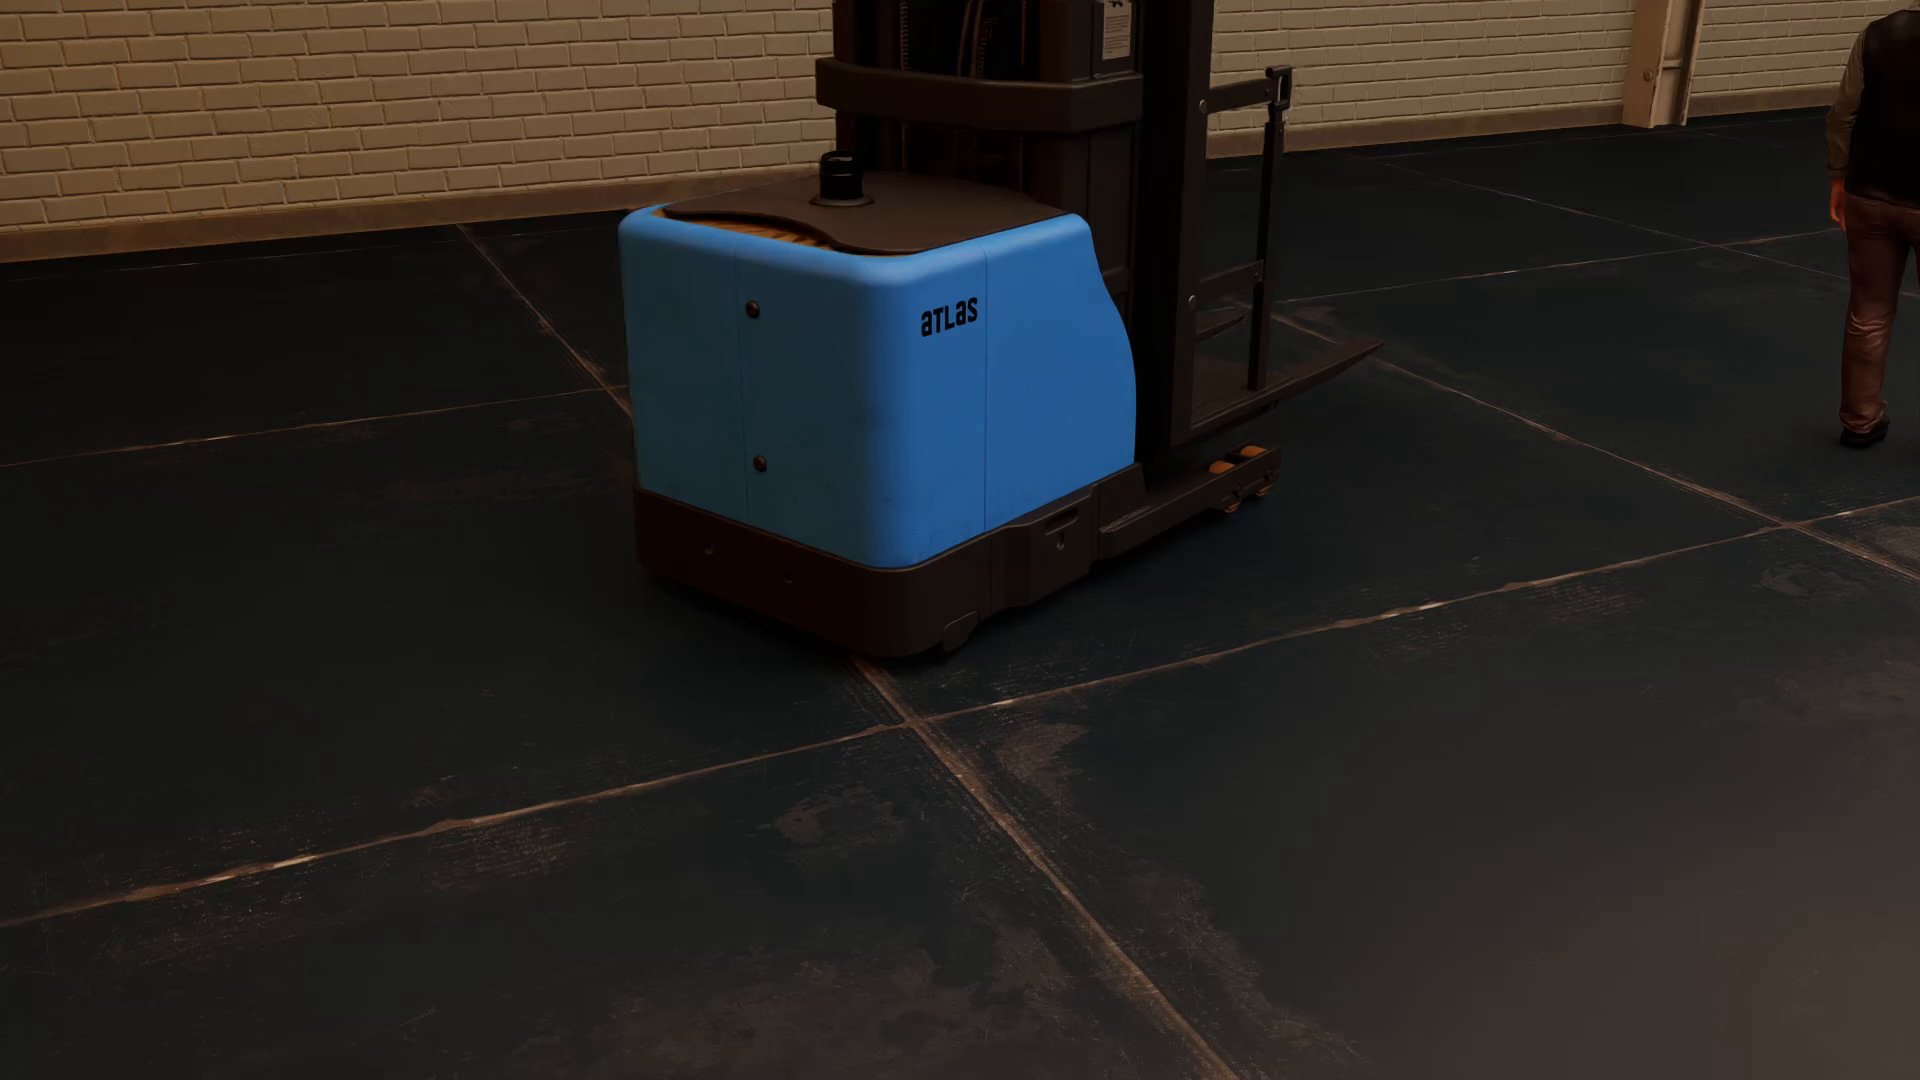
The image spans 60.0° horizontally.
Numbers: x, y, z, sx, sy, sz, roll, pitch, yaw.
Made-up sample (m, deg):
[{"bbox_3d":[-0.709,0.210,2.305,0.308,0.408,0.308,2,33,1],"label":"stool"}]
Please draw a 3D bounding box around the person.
[{"bbox_3d":[3.258,-1.149,5.611,0.568,1.720,0.631,-16,28,-34],"label":"person"}]

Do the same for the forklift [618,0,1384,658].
[{"bbox_3d":[0.401,-1.548,5.011,1.130,2.935,3.031,18,28,36],"label":"forklift"}]
